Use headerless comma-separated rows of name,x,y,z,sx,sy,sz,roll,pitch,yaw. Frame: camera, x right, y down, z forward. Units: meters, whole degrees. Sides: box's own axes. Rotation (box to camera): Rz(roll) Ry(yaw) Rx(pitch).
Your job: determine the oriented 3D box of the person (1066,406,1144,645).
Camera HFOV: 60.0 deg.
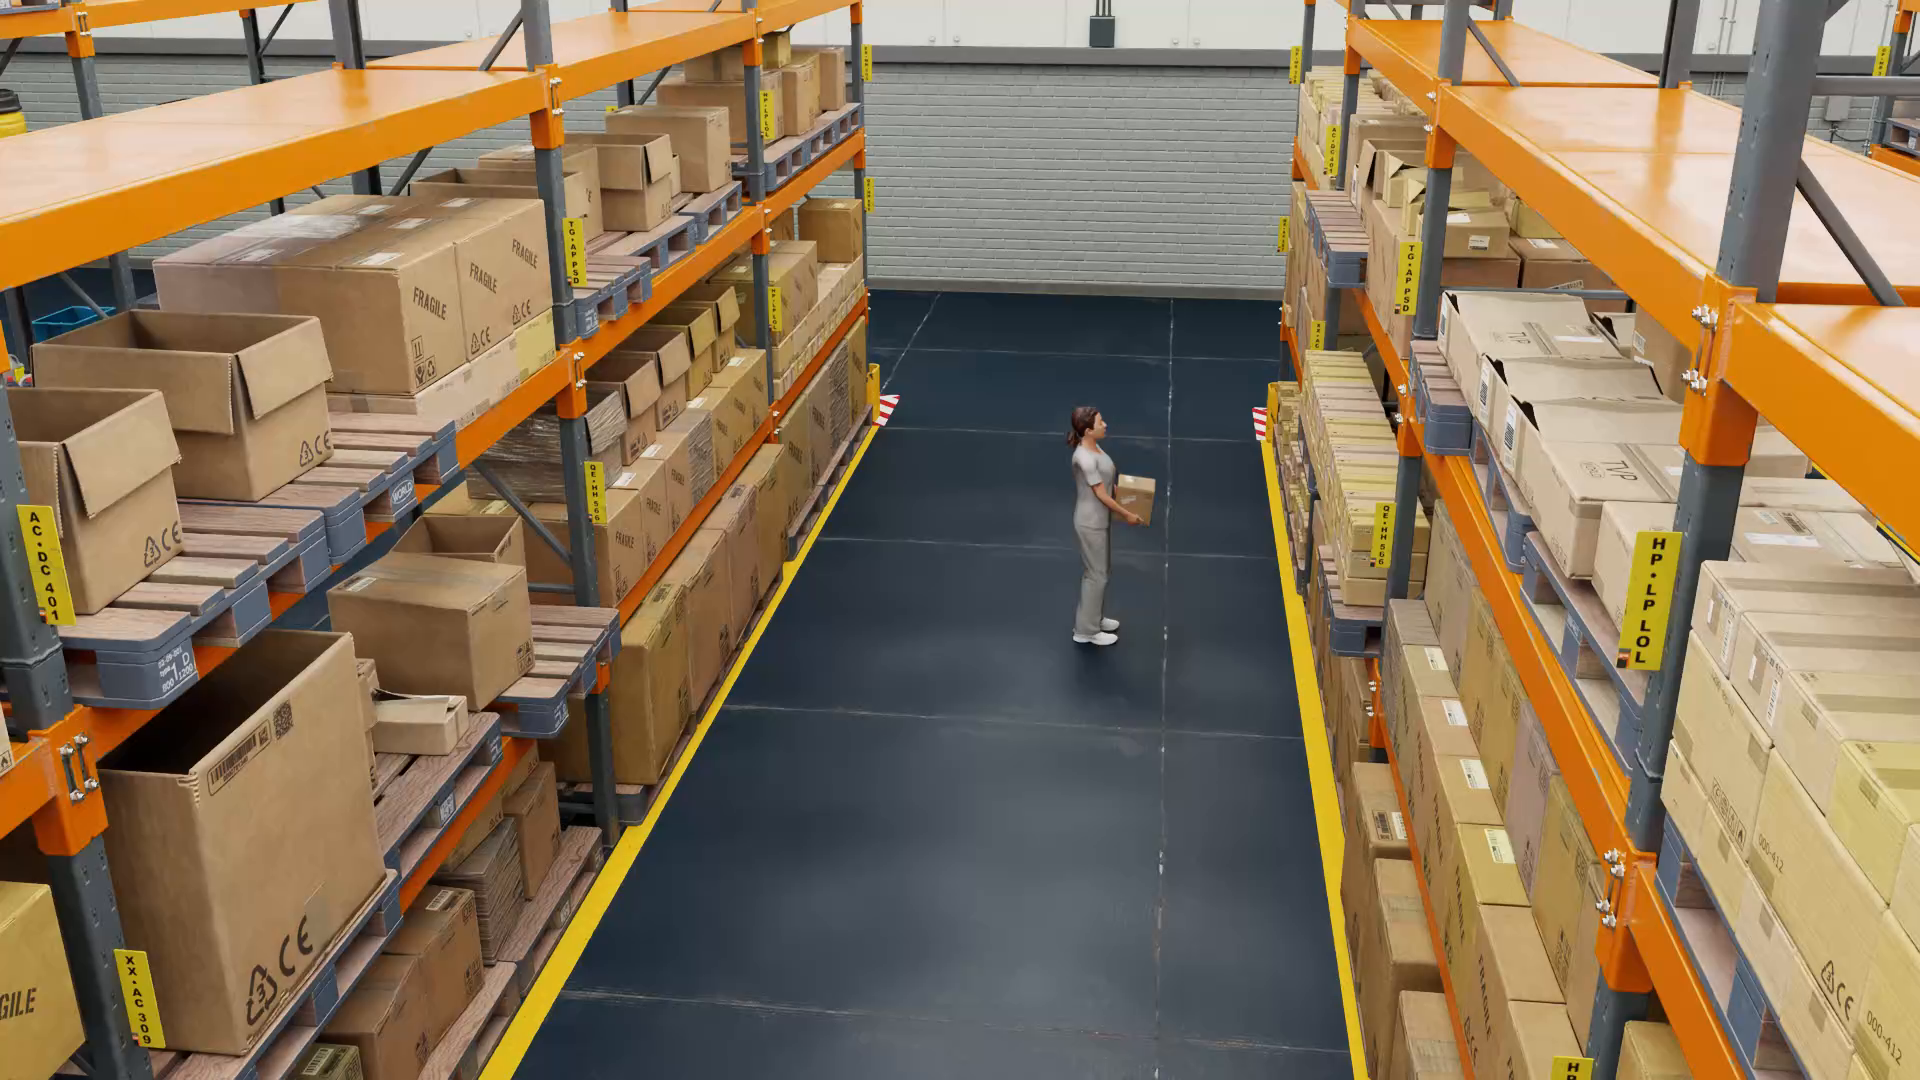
person,0.986,-0.101,11.387,0.540,1.641,0.438,3,21,7
